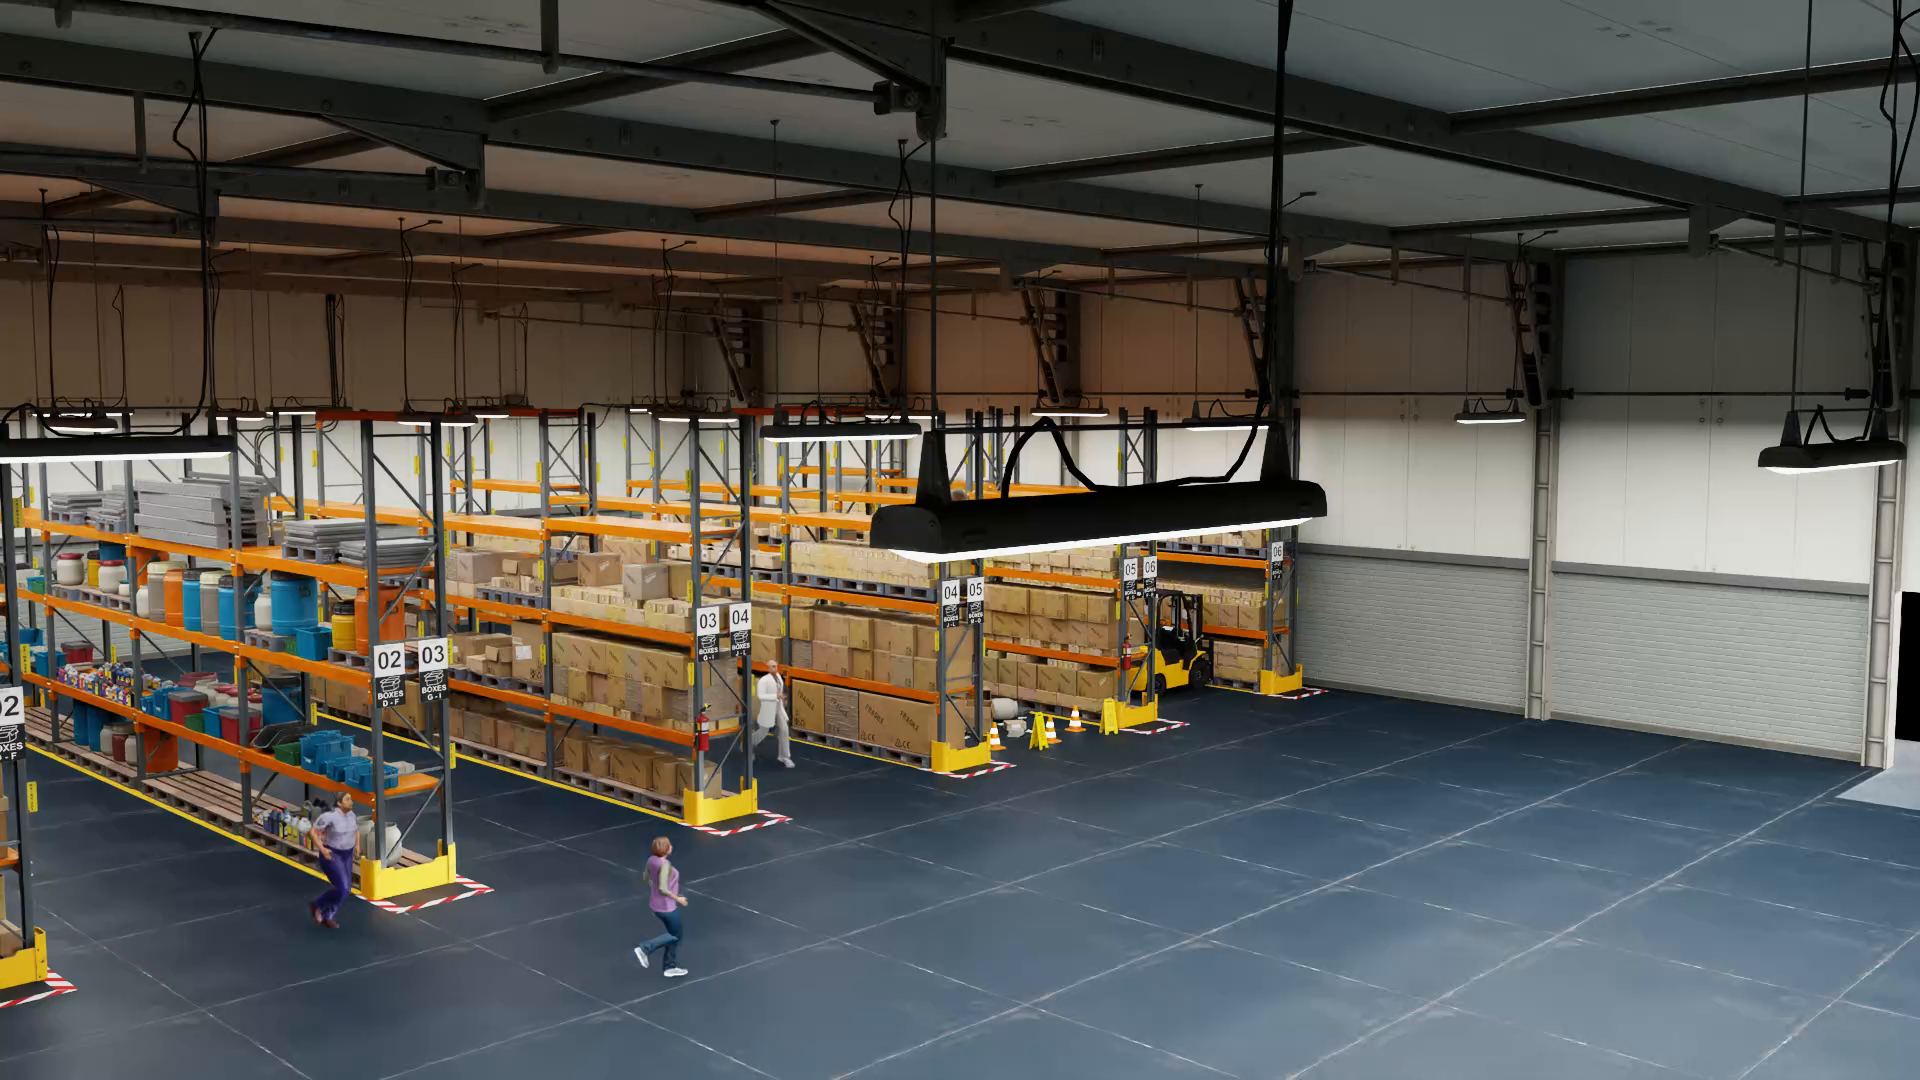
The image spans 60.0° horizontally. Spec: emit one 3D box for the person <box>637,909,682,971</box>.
[{"bbox_3d":[-3.245,4.271,17.971,0.535,0.795,0.332,-3,6,-30],"label":"person"}]

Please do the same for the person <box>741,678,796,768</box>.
[{"bbox_3d":[-3.255,3.058,28.309,1.043,1.571,0.617,4,6,37],"label":"person"}]

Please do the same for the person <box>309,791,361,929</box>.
[{"bbox_3d":[-7.387,3.796,19.823,0.502,1.606,0.619,2,5,20],"label":"person"}]
